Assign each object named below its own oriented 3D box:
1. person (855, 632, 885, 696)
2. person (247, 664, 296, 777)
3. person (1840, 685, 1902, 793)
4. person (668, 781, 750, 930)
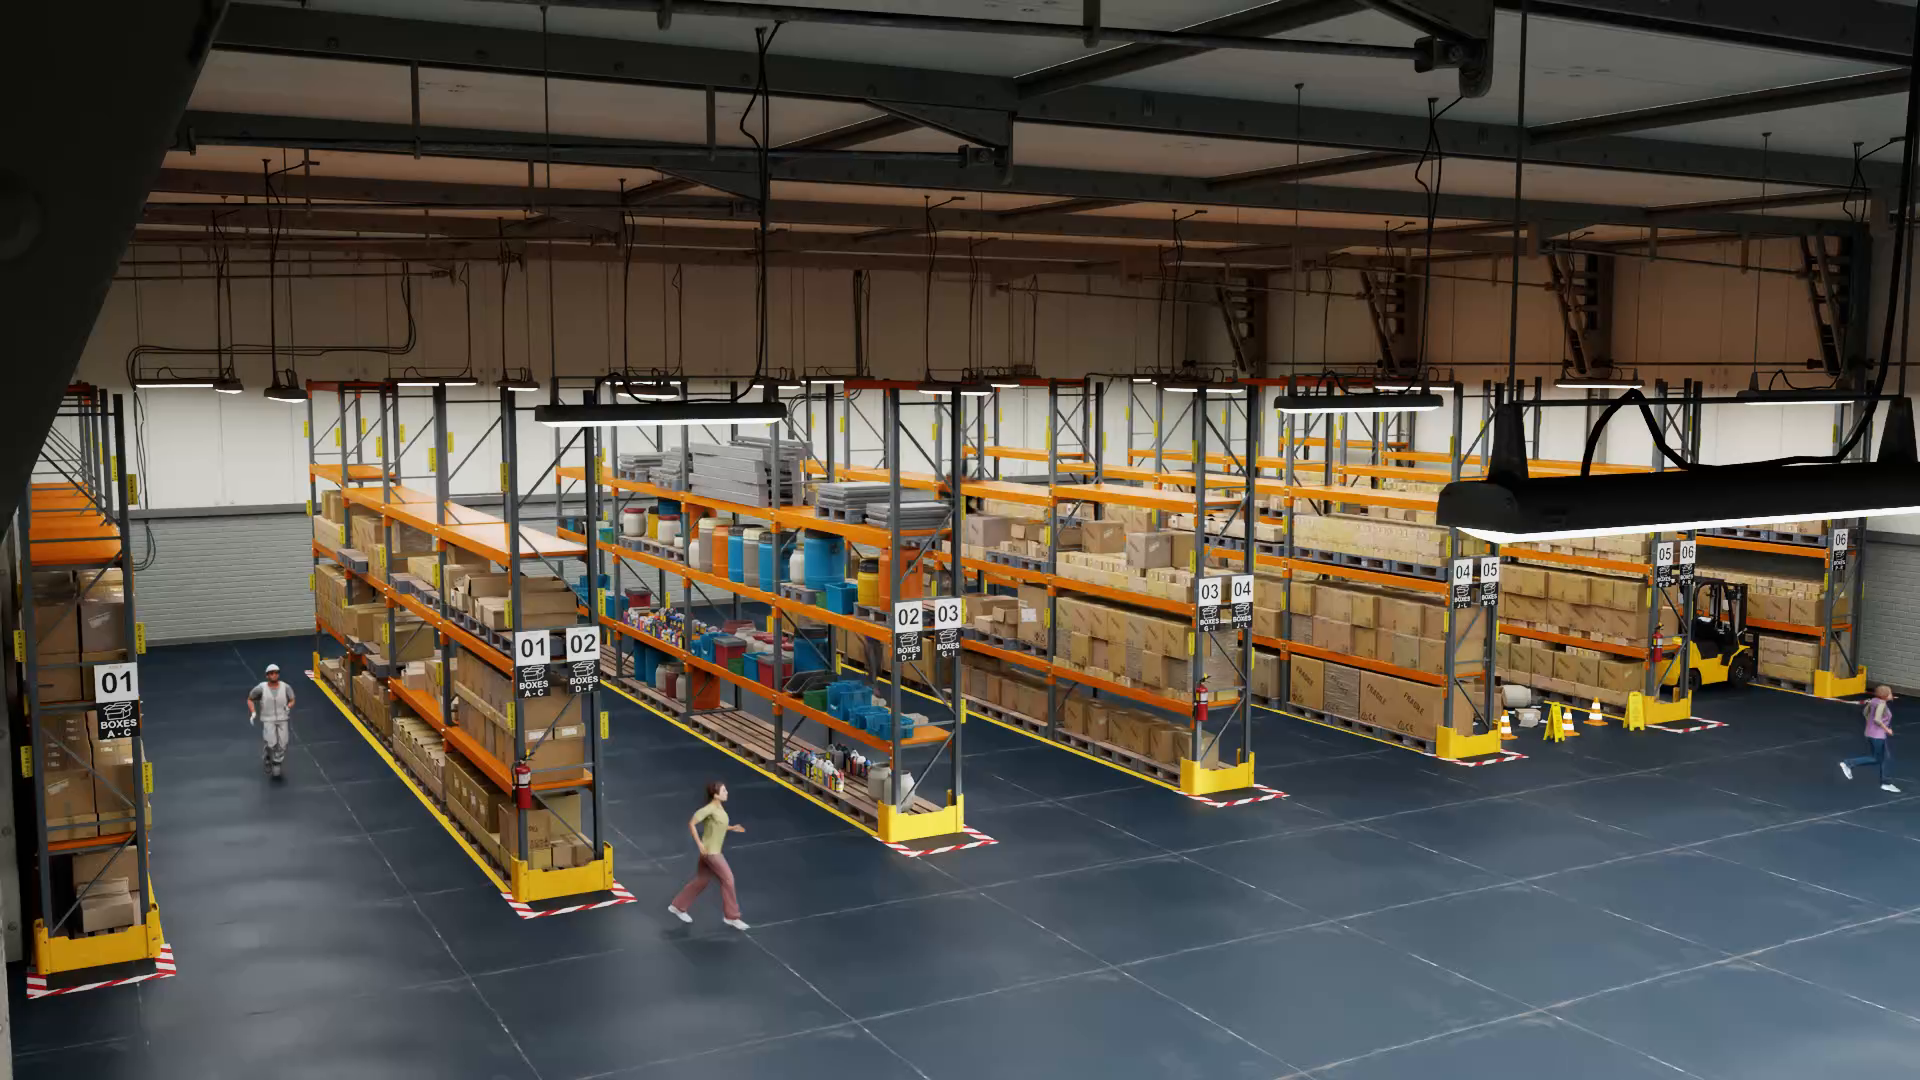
[{"bbox_3d":[-1.621,1.986,30.597,0.590,1.662,0.679,-3,7,-27],"label":"person"},{"bbox_3d":[-10.420,2.764,25.288,0.664,1.739,0.592,-4,7,-35],"label":"person"},{"bbox_3d":[13.563,2.935,24.710,0.820,1.587,0.566,2,6,20],"label":"person"},{"bbox_3d":[-2.826,3.527,18.645,0.923,1.696,0.521,0,6,-3],"label":"person"}]
